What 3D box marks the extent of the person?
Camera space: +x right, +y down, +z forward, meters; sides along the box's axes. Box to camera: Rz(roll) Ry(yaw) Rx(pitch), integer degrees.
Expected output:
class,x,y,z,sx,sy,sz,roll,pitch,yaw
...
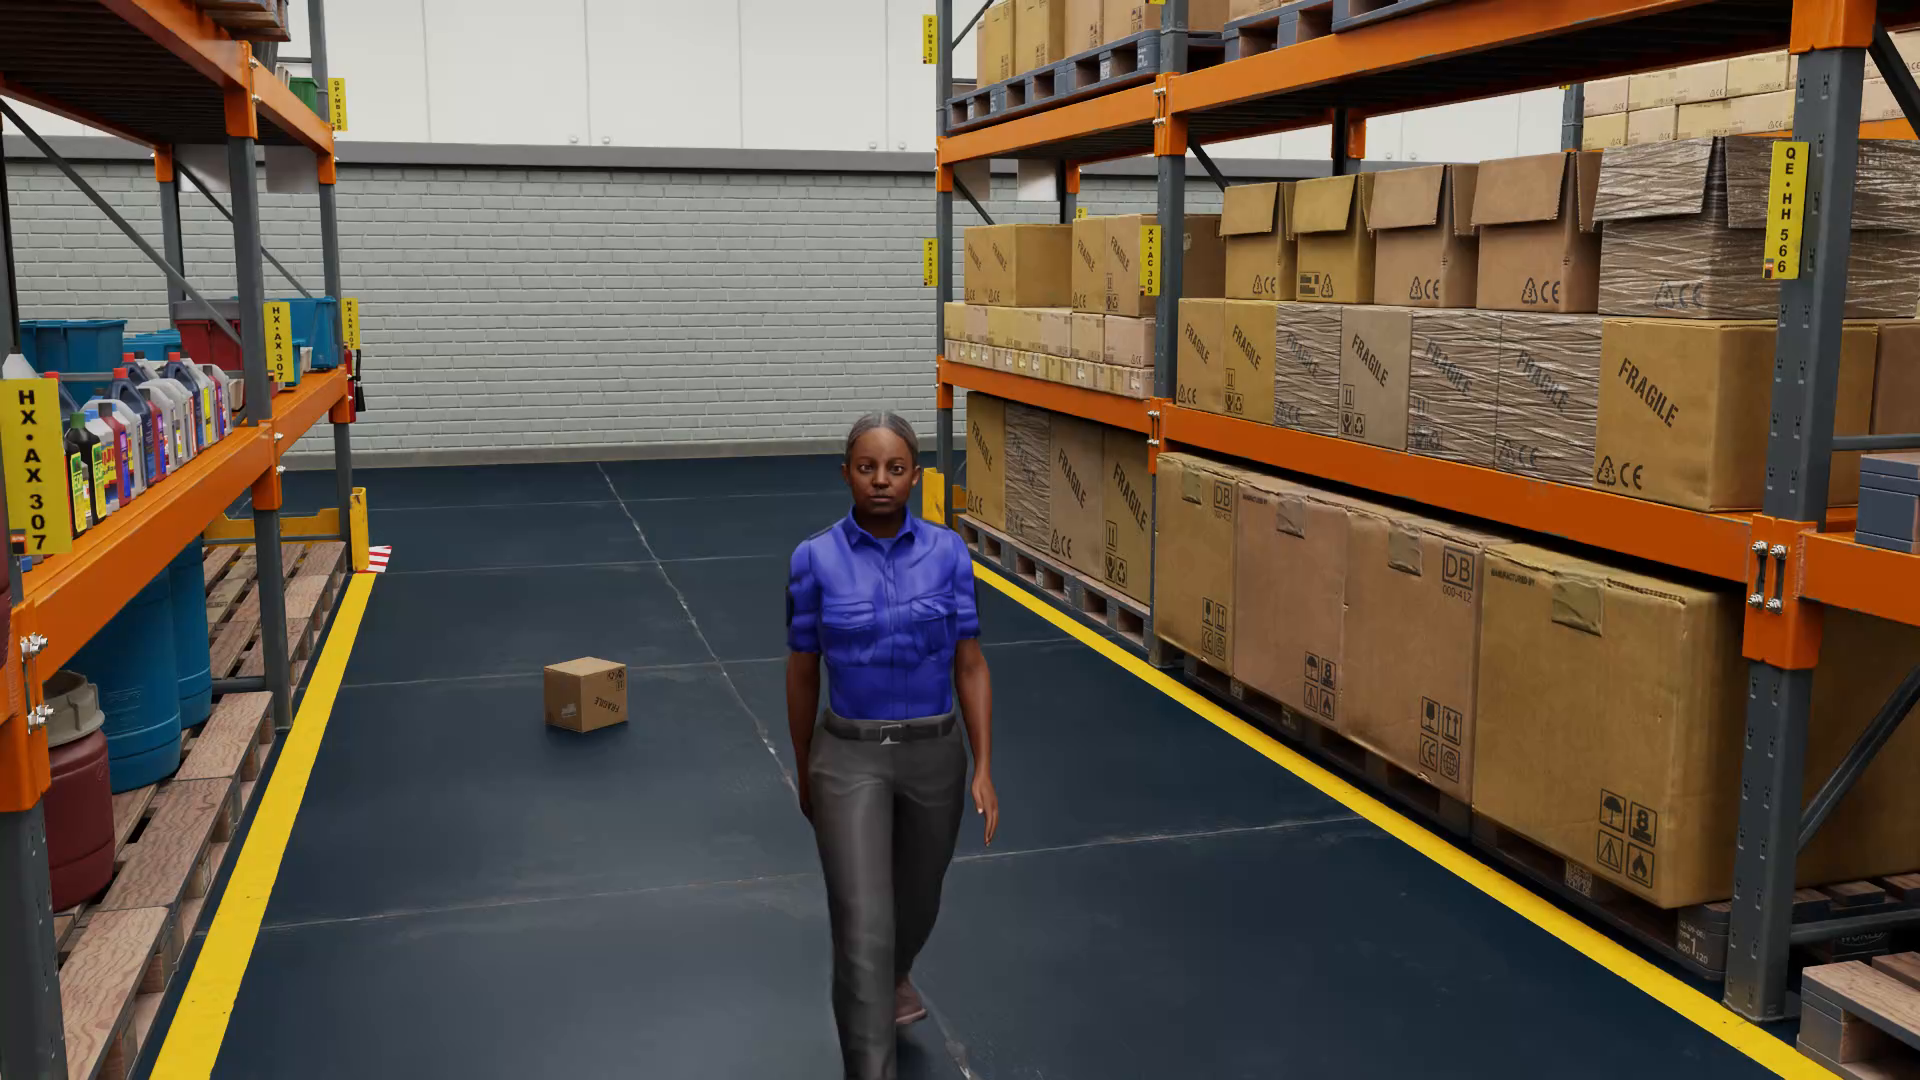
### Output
class,x,y,z,sx,sy,sz,roll,pitch,yaw
person,-0.154,0.513,3.768,0.447,1.604,0.989,-3,10,-15
